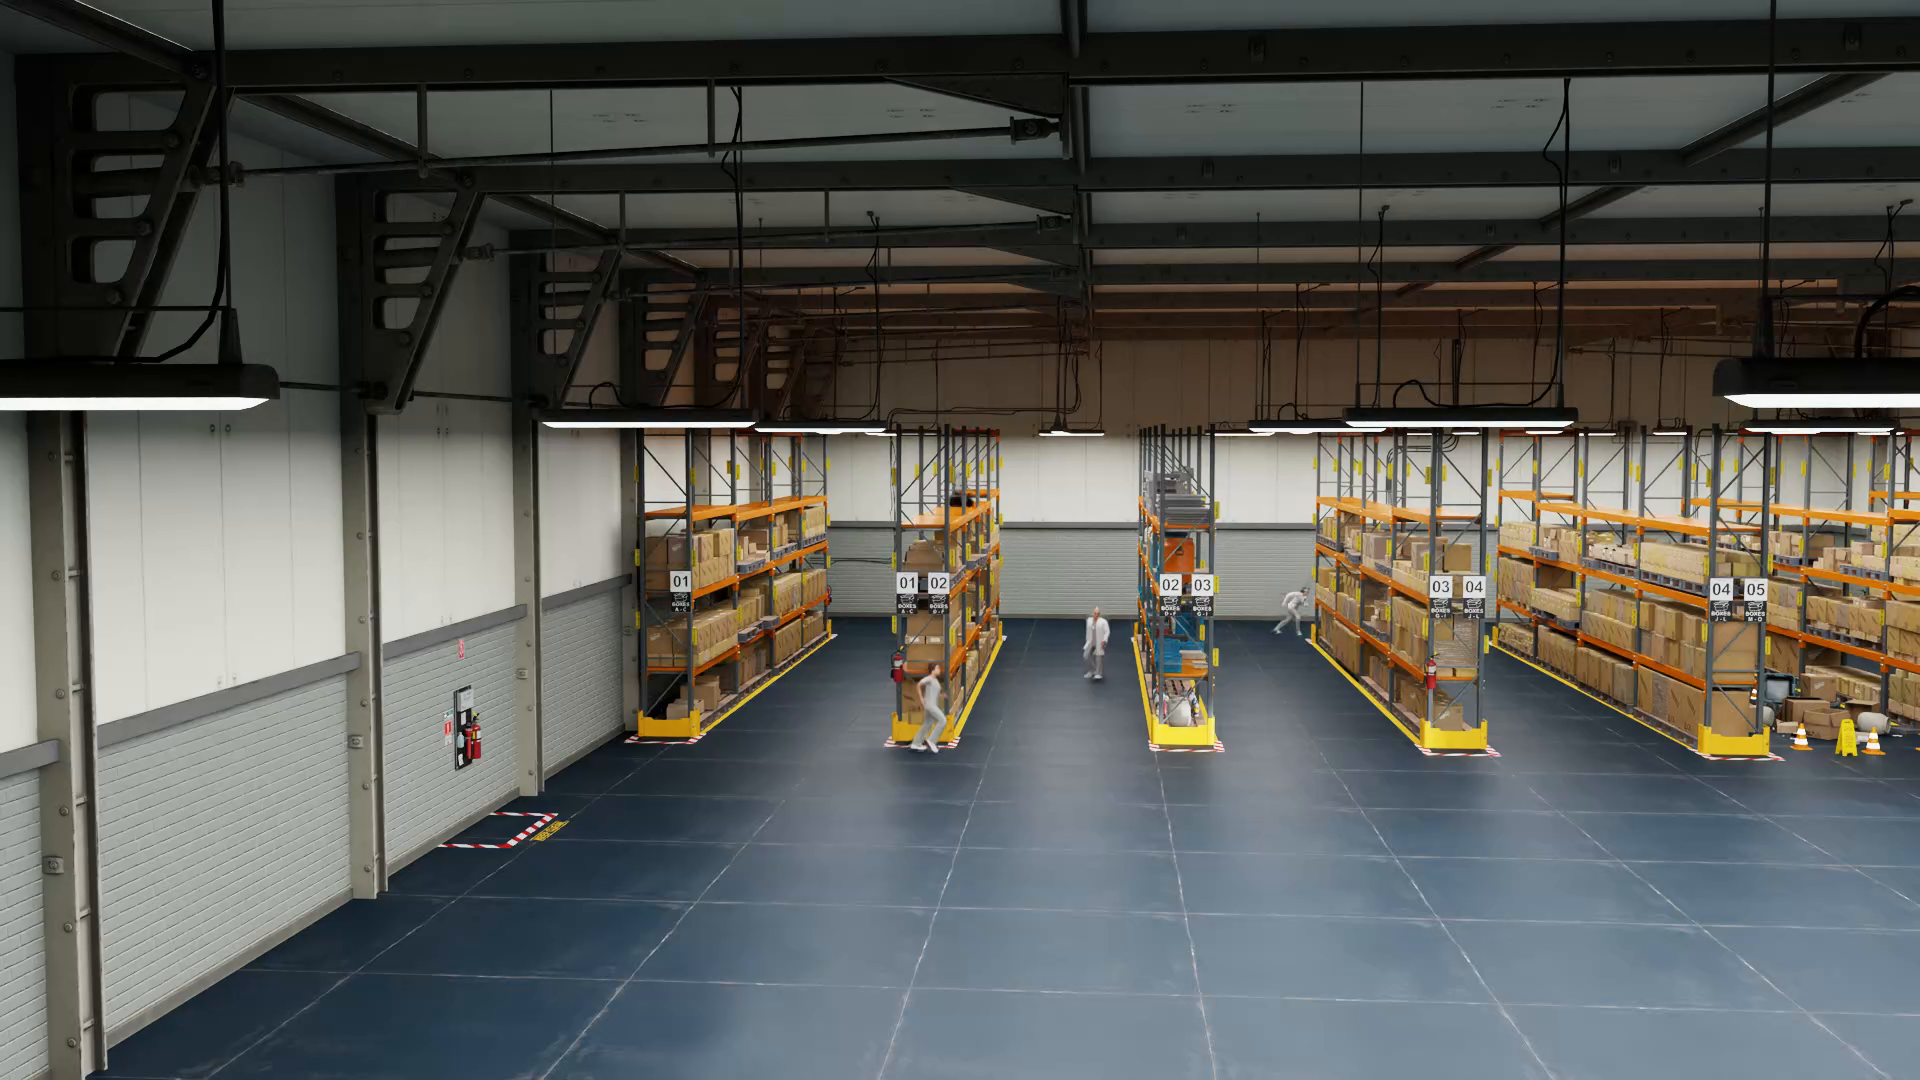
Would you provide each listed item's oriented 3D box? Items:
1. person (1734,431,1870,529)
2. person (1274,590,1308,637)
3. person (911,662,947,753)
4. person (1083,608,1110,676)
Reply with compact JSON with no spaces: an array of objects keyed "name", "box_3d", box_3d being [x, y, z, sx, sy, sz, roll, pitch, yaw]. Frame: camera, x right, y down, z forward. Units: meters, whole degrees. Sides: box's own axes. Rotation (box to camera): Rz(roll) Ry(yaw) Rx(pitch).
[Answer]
[{"name":"person","box_3d":[21.898,-0.553,47.381,11.192,5.205,6.573,-1,4,-13]},{"name":"person","box_3d":[9.672,2.079,48.474,1.048,1.434,0.576,3,5,41]},{"name":"person","box_3d":[-0.554,3.049,30.292,0.712,1.636,0.644,1,4,15]},{"name":"person","box_3d":[1.871,3.542,21.555,12.737,1.749,34.380,2,4,24]}]
